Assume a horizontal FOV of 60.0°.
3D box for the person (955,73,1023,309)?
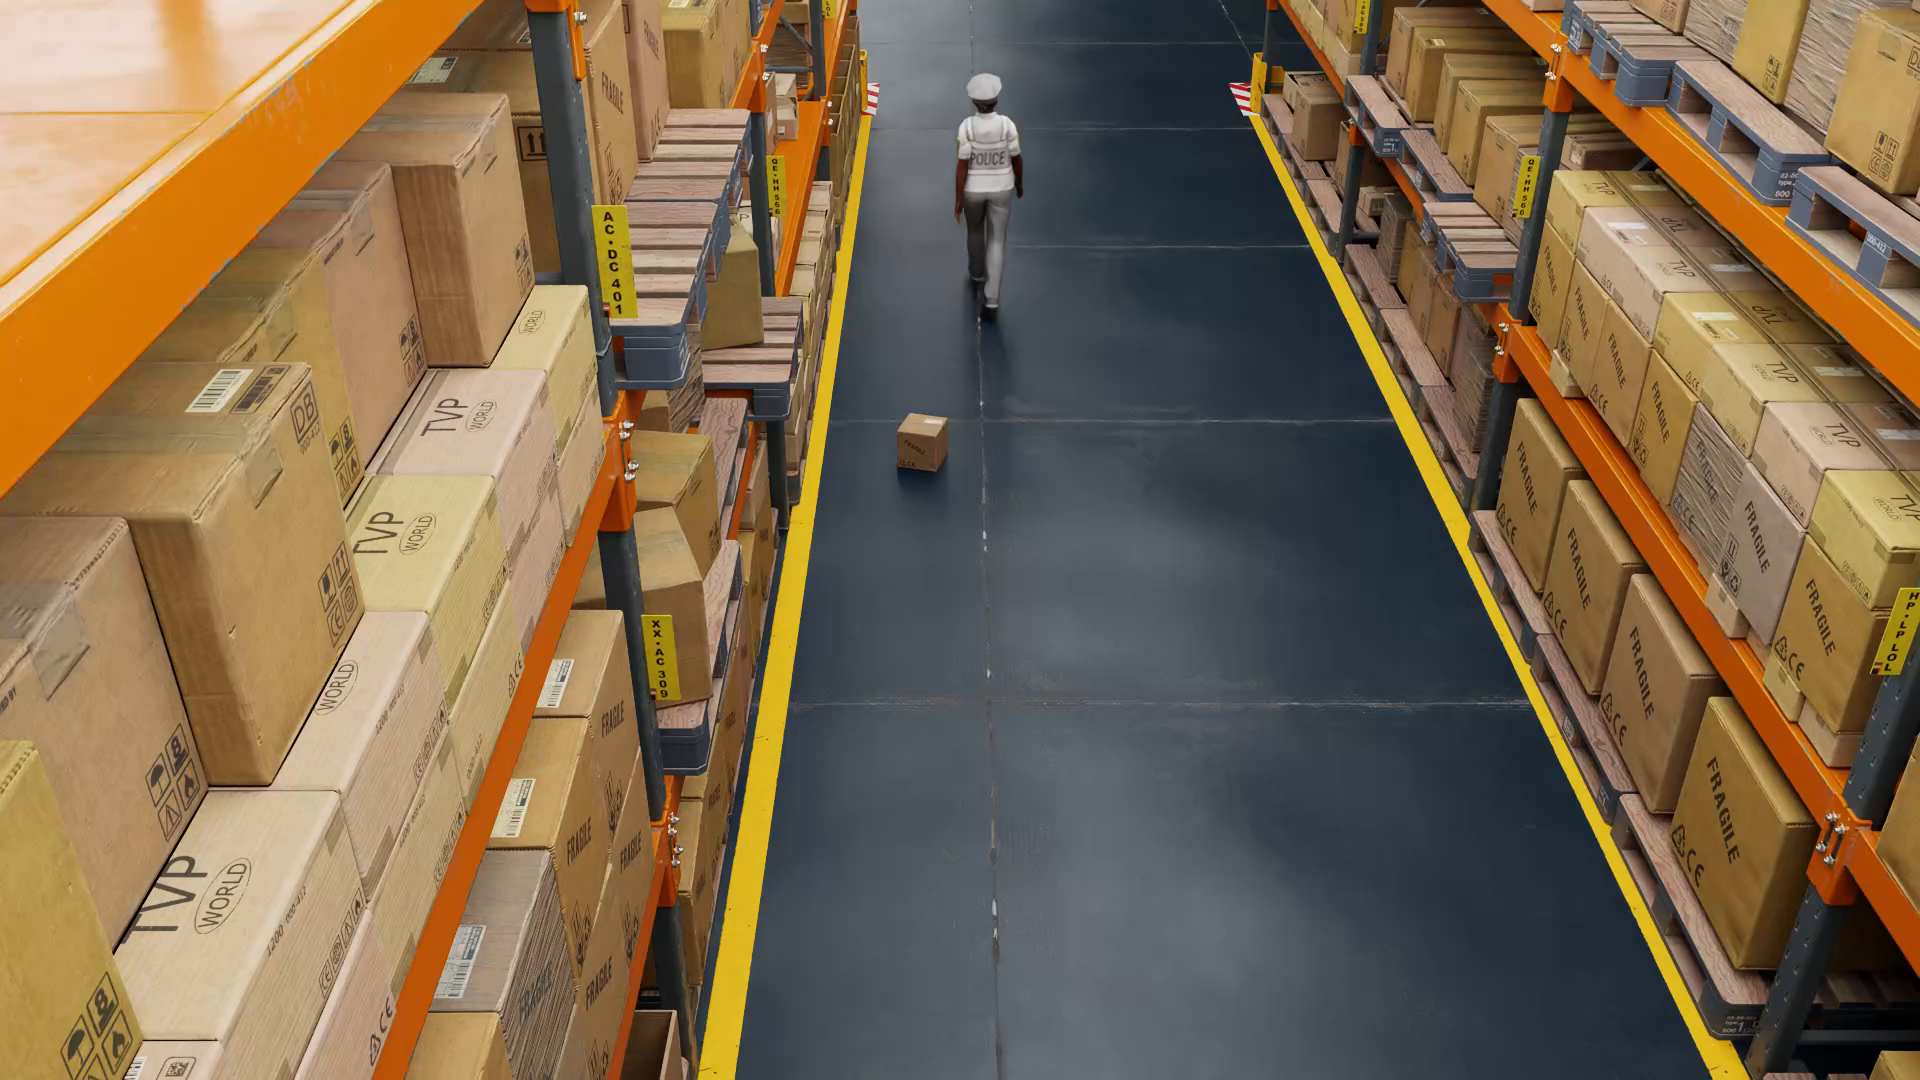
[{"bbox_3d":[0.213,-2.551,12.030,0.484,1.644,0.999,2,32,3],"label":"person"}]
